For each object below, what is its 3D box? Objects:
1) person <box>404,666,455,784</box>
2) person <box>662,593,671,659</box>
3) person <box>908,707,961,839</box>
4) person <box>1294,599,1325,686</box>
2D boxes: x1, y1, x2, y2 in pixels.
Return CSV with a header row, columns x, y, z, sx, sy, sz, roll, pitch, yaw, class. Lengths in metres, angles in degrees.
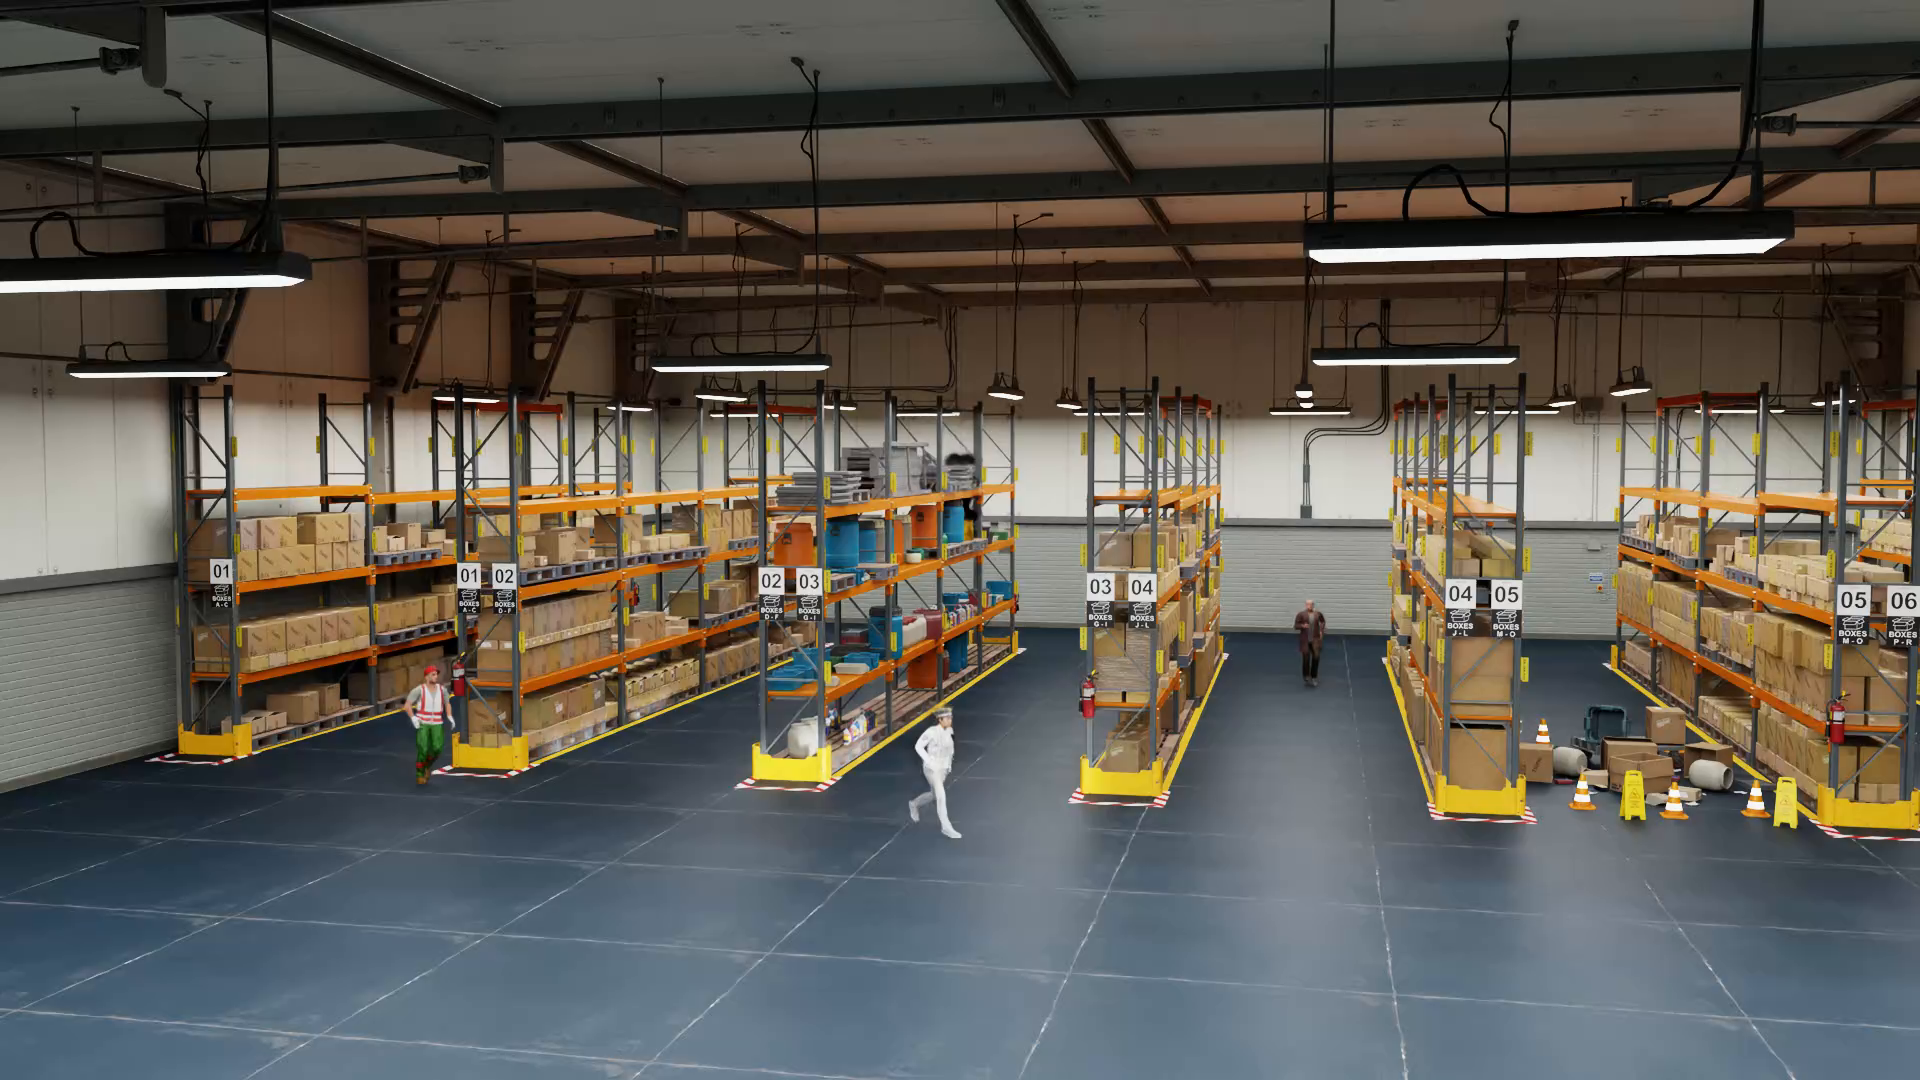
x,y,z,sx,sy,sz,roll,pitch,yaw,class
-7.881,2.755,24.770,0.712,1.726,0.535,-2,4,-33,person
-6.482,2.031,37.286,0.662,1.742,0.766,1,3,12,person
-0.353,2.963,21.486,0.620,1.674,0.931,-3,4,-44,person
7.378,2.158,35.027,0.685,1.826,0.776,0,3,5,person
